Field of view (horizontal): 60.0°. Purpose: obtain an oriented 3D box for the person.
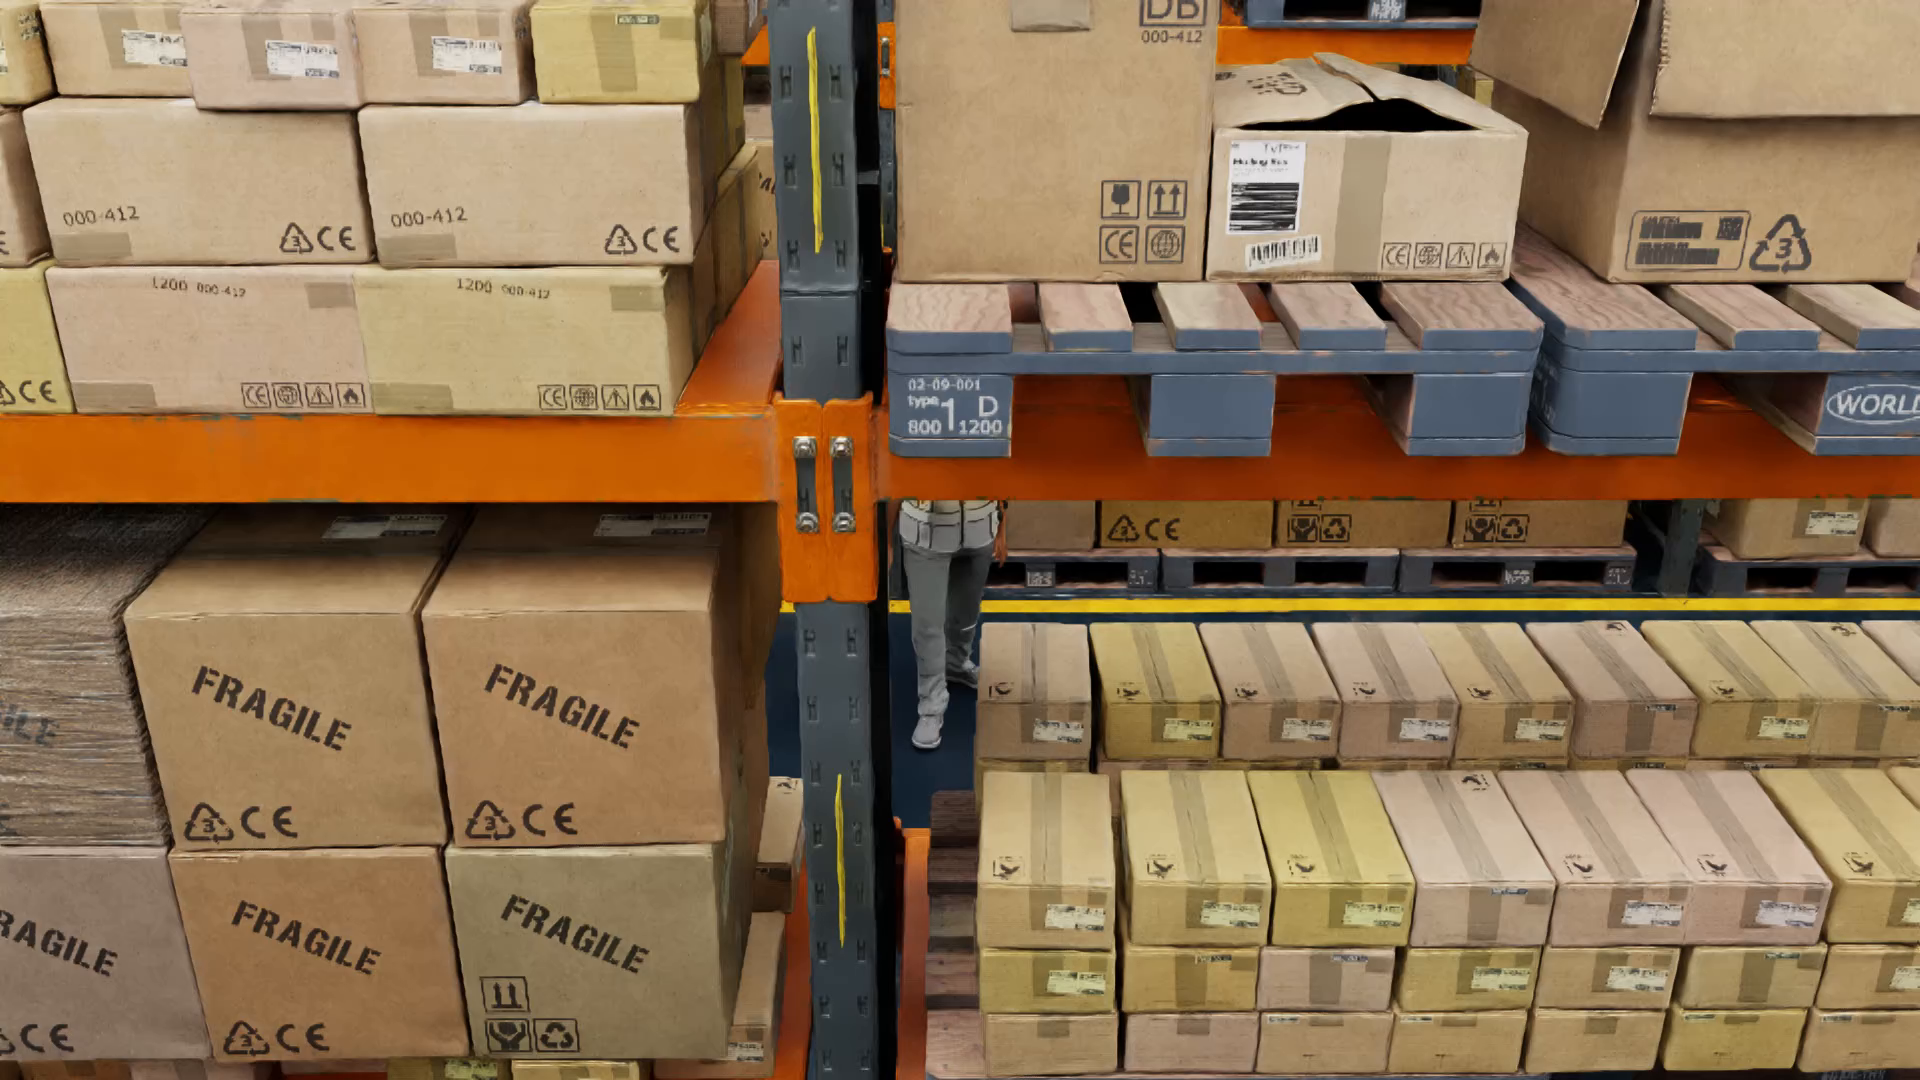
[{"bbox_3d":[-0.053,0.007,7.069,0.603,1.650,0.616,-9,26,-18],"label":"person"}]
